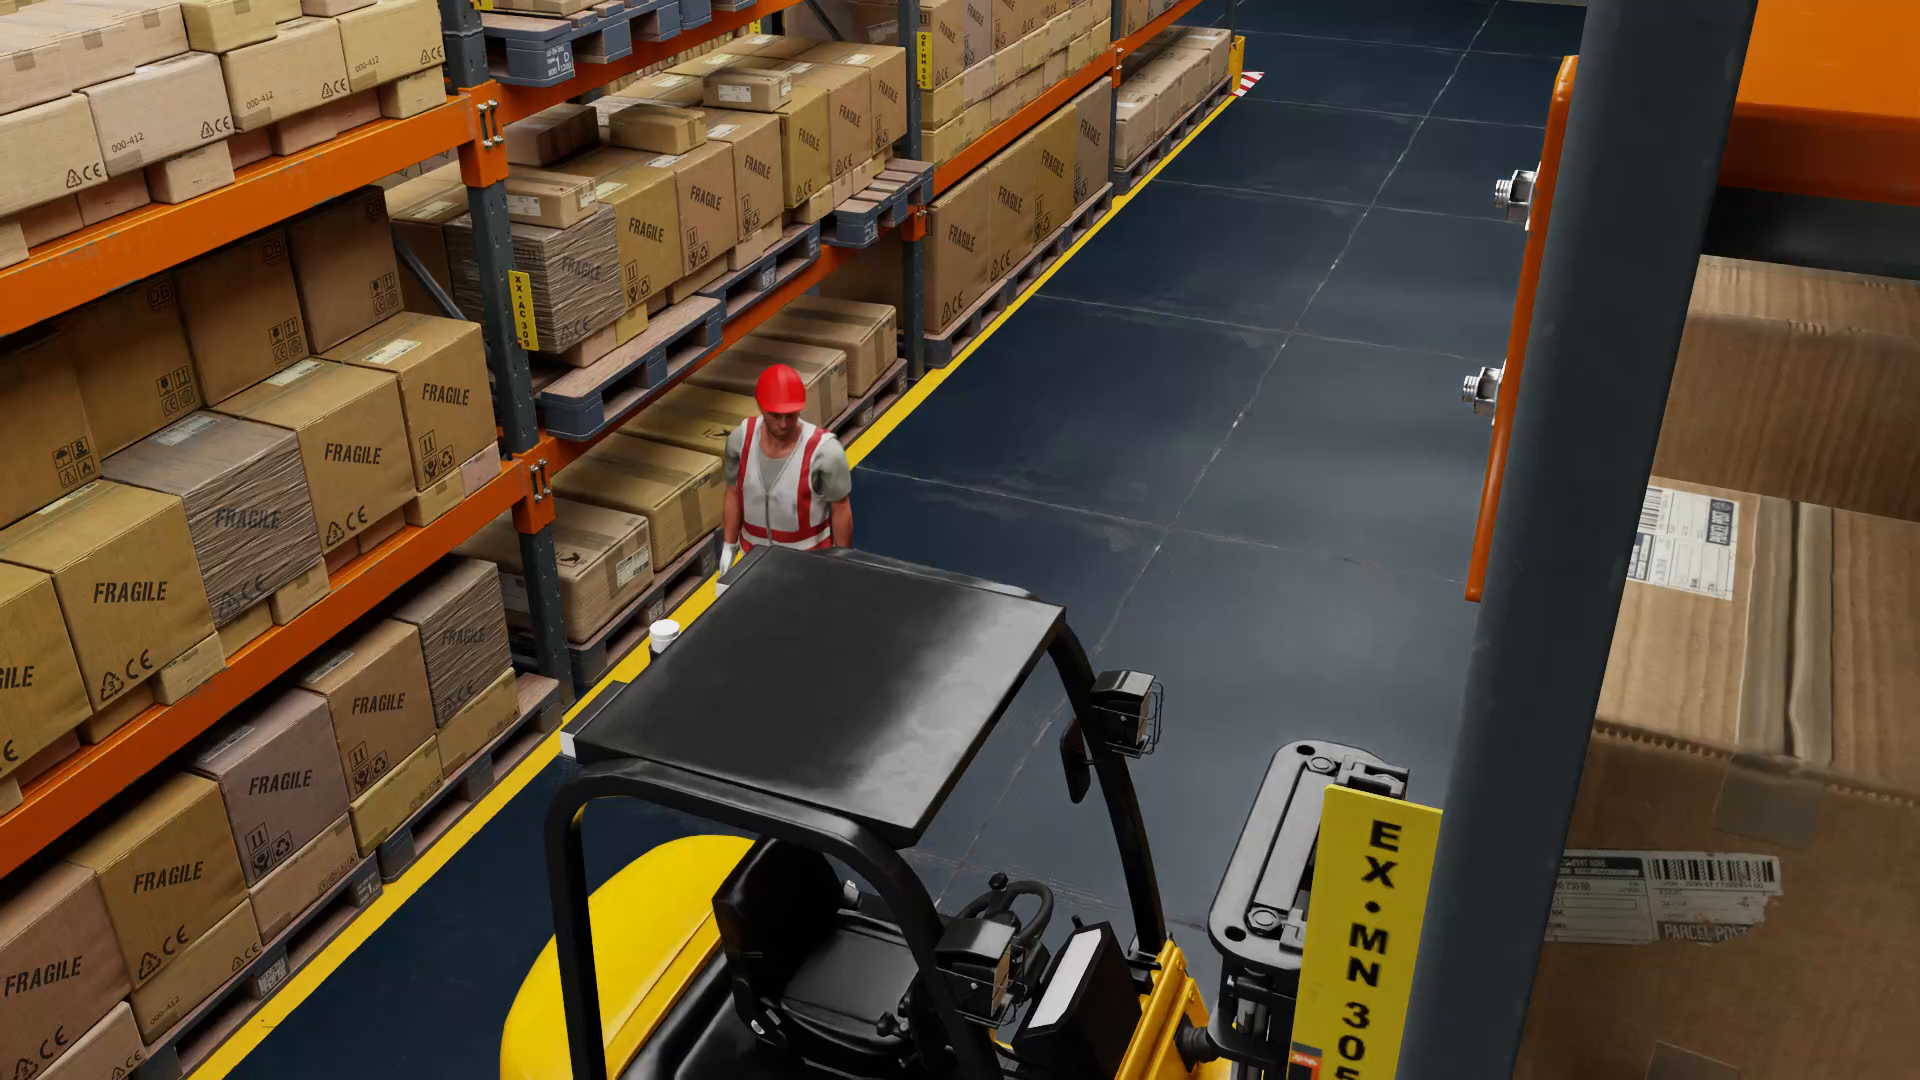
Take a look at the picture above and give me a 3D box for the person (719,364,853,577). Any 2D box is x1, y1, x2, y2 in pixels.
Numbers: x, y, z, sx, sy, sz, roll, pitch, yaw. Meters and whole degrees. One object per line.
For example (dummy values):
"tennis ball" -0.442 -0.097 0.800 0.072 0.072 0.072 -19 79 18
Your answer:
"person" -0.759 0.073 6.989 0.620 1.776 0.757 10 31 18
